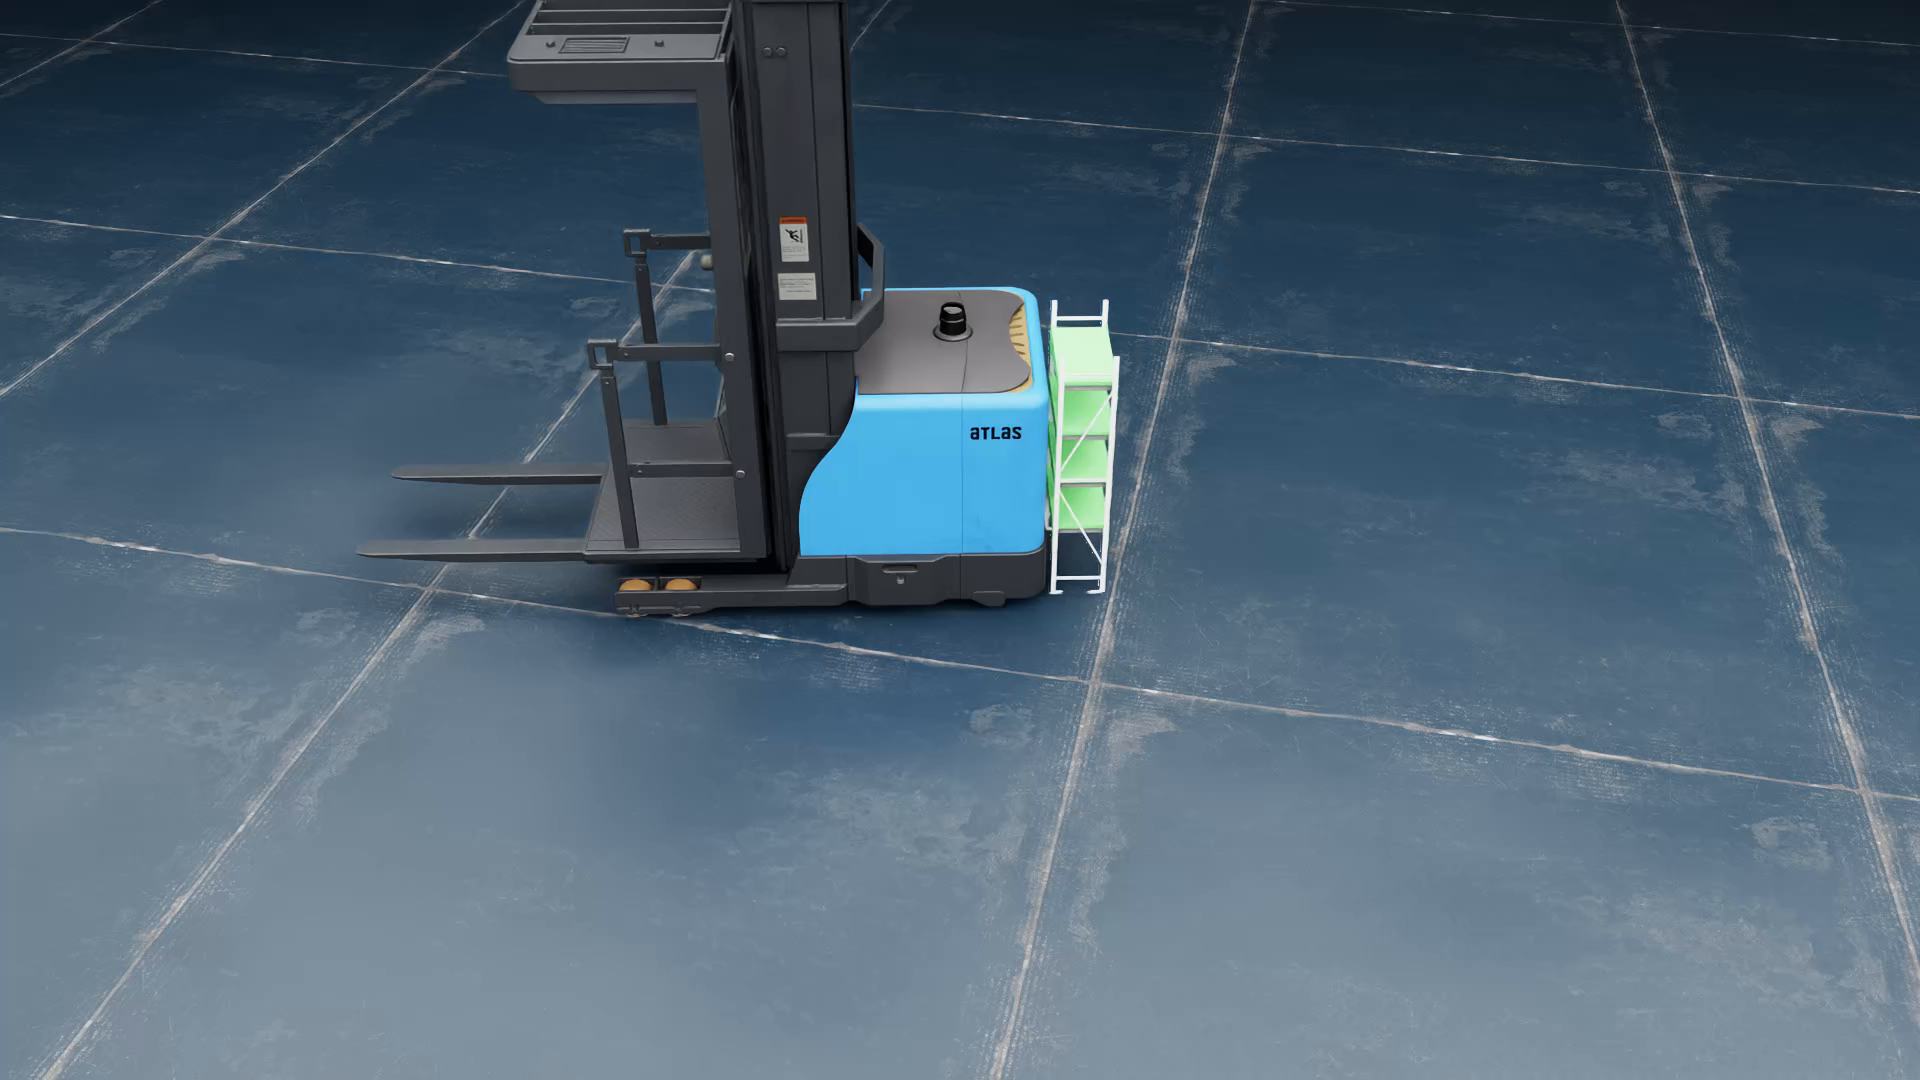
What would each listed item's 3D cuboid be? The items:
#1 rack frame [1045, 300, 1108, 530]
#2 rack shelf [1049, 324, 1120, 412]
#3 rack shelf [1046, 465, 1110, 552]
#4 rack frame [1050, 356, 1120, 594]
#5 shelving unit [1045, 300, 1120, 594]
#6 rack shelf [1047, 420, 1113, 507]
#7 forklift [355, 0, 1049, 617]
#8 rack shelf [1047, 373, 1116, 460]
[{"bbox_3d":[0.514,-0.538,7.469,0.240,1.200,0.015,-1,36,-1],"label":"rack frame"},{"bbox_3d":[0.519,-0.731,7.027,0.258,0.148,0.480,-1,36,-1],"label":"rack shelf"},{"bbox_3d":[0.519,-0.148,7.450,0.258,0.148,0.480,-1,36,-1],"label":"rack shelf"},{"bbox_3d":[0.525,-0.251,7.074,0.240,1.200,0.015,-1,36,-1],"label":"rack frame"},{"bbox_3d":[0.519,-0.394,7.272,0.258,1.200,0.503,-1,36,-1],"label":"shelving unit"},{"bbox_3d":[0.519,-0.343,7.309,0.258,0.148,0.480,-1,36,-1],"label":"rack shelf"},{"bbox_3d":[-1.147,-1.163,6.857,3.031,2.935,1.130,-1,36,-1],"label":"forklift"},{"bbox_3d":[0.519,-0.537,7.168,0.258,0.148,0.480,-1,36,-1],"label":"rack shelf"}]
